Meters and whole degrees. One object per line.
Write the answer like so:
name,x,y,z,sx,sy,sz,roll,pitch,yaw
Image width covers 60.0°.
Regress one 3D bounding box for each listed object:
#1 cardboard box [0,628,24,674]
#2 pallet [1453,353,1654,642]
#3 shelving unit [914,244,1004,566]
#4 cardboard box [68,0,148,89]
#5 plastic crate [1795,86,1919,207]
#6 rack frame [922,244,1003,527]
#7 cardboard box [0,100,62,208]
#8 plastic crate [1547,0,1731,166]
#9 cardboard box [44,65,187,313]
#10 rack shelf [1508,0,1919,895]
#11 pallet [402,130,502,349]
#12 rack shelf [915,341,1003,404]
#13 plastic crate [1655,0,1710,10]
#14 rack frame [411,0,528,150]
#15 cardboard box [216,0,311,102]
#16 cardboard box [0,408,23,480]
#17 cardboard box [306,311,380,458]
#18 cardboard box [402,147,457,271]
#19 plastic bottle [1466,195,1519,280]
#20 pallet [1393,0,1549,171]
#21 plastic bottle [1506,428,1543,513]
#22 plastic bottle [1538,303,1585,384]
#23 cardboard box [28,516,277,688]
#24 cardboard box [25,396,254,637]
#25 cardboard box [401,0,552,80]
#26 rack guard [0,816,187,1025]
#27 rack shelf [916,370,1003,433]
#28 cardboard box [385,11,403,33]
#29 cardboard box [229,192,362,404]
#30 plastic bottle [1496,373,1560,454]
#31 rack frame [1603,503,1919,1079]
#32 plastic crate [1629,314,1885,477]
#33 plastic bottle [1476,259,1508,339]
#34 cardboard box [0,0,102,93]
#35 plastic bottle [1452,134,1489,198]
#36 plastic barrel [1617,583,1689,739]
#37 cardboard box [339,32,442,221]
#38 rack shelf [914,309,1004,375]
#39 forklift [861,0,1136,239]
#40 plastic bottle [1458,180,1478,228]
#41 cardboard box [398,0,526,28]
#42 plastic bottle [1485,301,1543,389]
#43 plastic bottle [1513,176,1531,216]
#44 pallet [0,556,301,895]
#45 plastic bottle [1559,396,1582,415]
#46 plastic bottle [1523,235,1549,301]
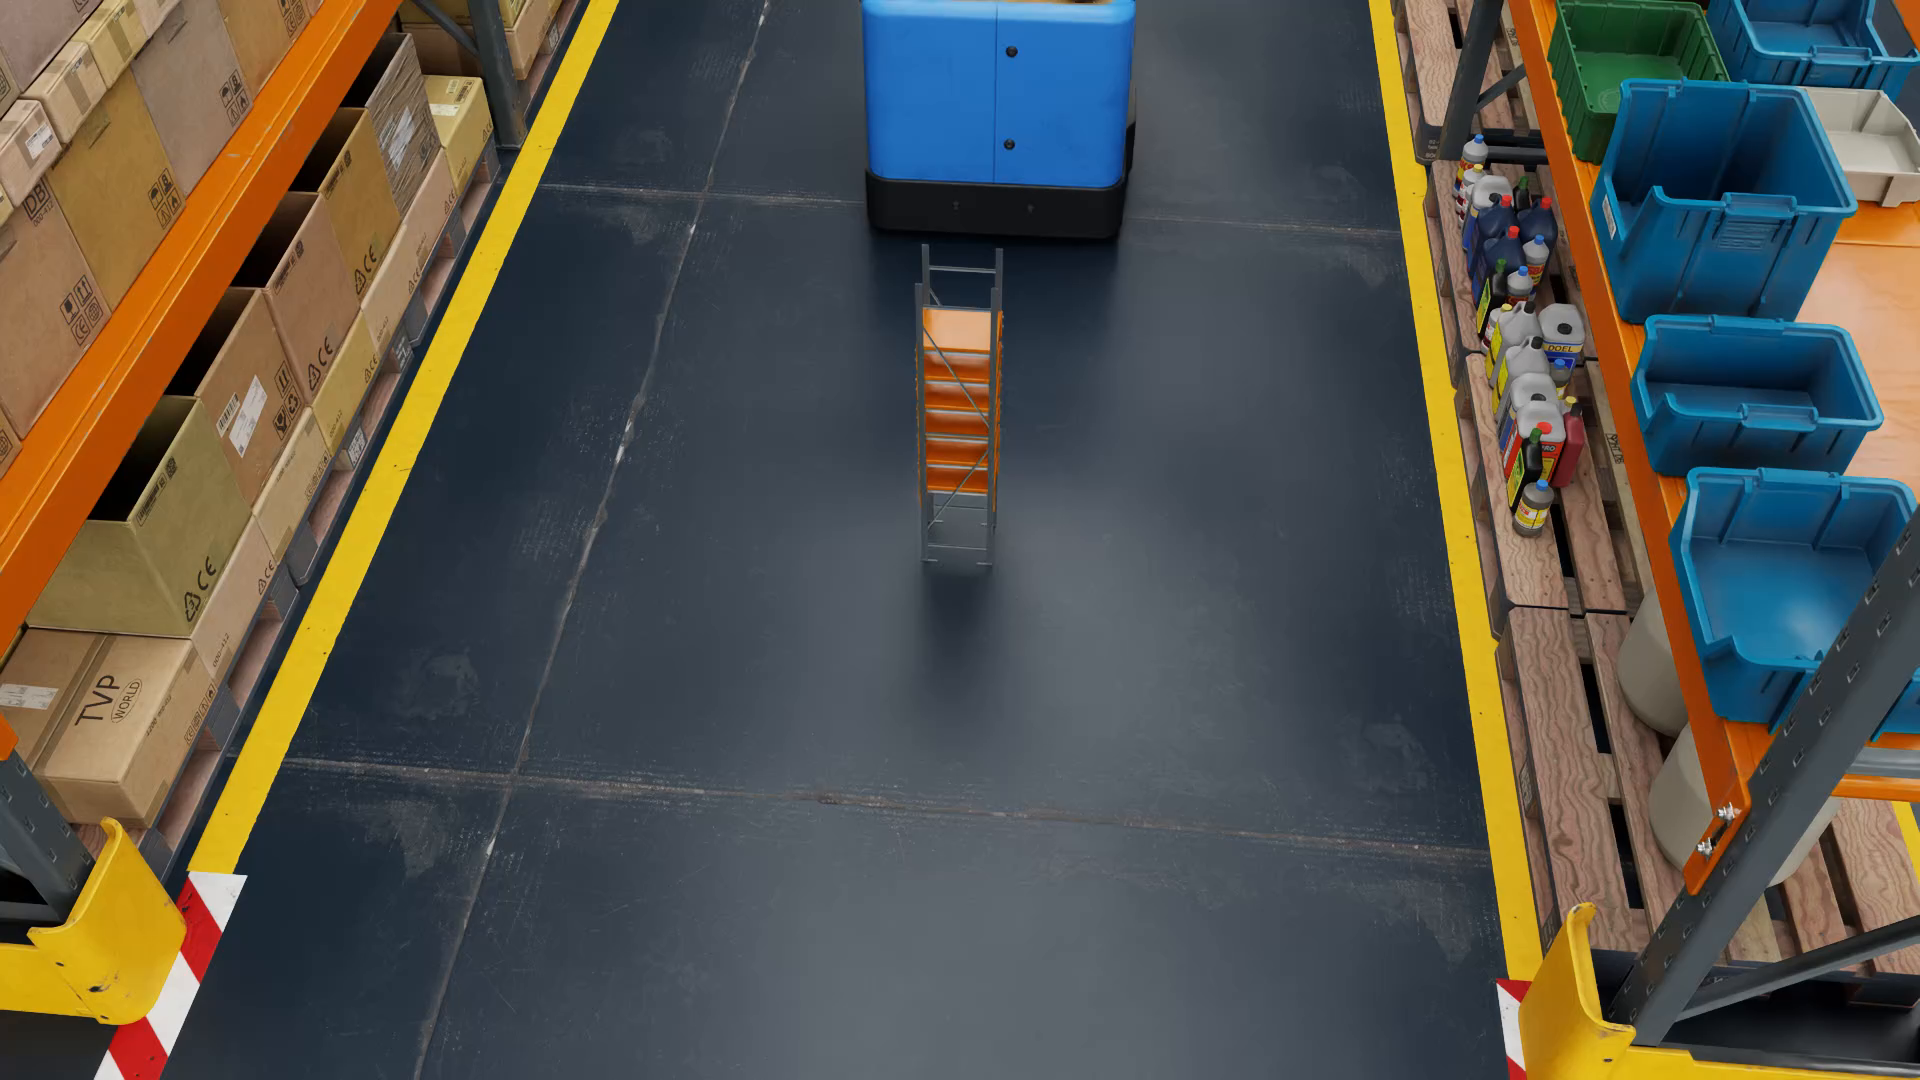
cardboard box,-3.035,0.504,4.835,0.500,0.250,0.500,4,48,4
pallet,2.296,-0.141,5.736,1.003,0.211,1.213,4,48,4
shelving unit,-0.001,-0.394,5.298,0.258,1.200,0.189,4,48,4
cardboard box,-2.424,-1.341,4.437,0.380,0.149,0.250,3,48,3
plastic crate,2.612,-1.172,4.968,0.530,0.136,0.437,4,48,4
rack frame,0.007,-0.462,5.359,0.240,1.200,0.006,4,48,4
cardboard box,-2.469,-0.957,4.085,0.380,0.149,0.250,3,48,3
plastic crate,2.103,-1.422,5.161,0.450,0.188,0.662,4,48,4
cardboard box,-2.640,-0.995,4.559,0.700,0.500,0.500,4,48,4
rack shelf,2.325,-0.759,4.899,1.077,0.370,4.000,4,48,4
pallet,-2.539,-1.285,6.782,1.003,0.211,1.213,4,48,4
rack shelf,-0.001,-0.526,5.153,0.258,0.103,0.180,4,48,4
plastic crate,2.333,-2.075,5.657,0.767,0.338,0.504,4,48,4
rack frame,-2.425,-2.807,6.285,1.000,3.000,0.127,4,48,4
cardboard box,-2.550,-1.758,5.258,0.700,0.500,0.500,5,48,4
cardboard box,-2.734,-0.244,3.873,0.700,0.500,0.500,4,48,4
cardboard box,-2.381,-0.563,5.811,0.500,0.250,0.500,4,48,4
cardboard box,-2.305,-1.299,6.484,0.500,0.250,0.500,4,48,4
plastic bottle,2.021,-1.161,6.276,0.144,0.351,0.185,5,48,5
pallet,2.540,-2.110,7.537,1.003,0.211,1.213,4,48,4
plastic bottle,1.866,-0.230,5.470,0.061,0.283,0.133,5,48,4
plastic bottle,2.114,-0.693,5.899,0.152,0.276,0.135,4,48,4
cardboard box,-2.477,0.171,5.139,0.500,0.250,0.500,4,48,4
cardboard box,-2.475,-0.082,4.862,0.500,0.500,0.500,4,48,4
cardboard box,-2.141,-2.301,7.401,0.500,0.250,0.500,3,48,3
rack guard,-2.792,0.993,4.503,1.175,0.500,0.348,4,48,4
rack shelf,-0.001,-0.445,5.242,0.258,0.103,0.180,4,48,4
cardboard box,-2.676,-2.345,7.441,0.500,0.250,0.500,3,48,3
cardboard box,-2.380,-0.816,5.534,0.500,0.500,0.500,4,48,4
plastic bottle,1.937,-0.426,5.654,0.152,0.276,0.135,3,48,2
rack frame,2.143,0.468,3.289,1.000,3.000,0.127,4,48,4
plastic crate,1.955,-0.347,4.135,0.499,0.251,0.408,4,48,4
plastic bottle,1.947,-0.881,6.066,0.061,0.283,0.133,6,48,5
cardboard box,-2.642,-1.478,4.122,0.700,0.500,0.500,4,48,4
plastic bottle,2.042,-1.495,6.635,0.097,0.271,0.097,0,48,0
plastic barrel,2.172,0.309,4.836,0.421,0.512,0.421,0,48,0
cardboard box,-2.307,-1.552,6.208,0.500,0.500,0.500,4,48,4
rack shelf,-0.001,-0.607,5.065,0.258,0.103,0.180,4,48,4
forklift,0.245,-3.304,6.786,1.130,2.935,3.031,3,48,3
plastic bottle,2.023,-1.322,6.524,0.097,0.201,0.097,0,48,0
cardboard box,-2.139,-2.497,7.200,0.500,0.311,0.500,4,48,4
plastic bottle,1.965,-0.710,5.863,0.144,0.351,0.185,4,48,3
plastic bottle,2.146,-1.253,6.405,0.061,0.283,0.133,4,48,4
pallet,-2.762,0.508,5.142,1.003,0.211,1.213,4,48,4
plastic bottle,2.063,-0.406,5.687,0.097,0.201,0.097,0,48,0
plastic bottle,2.128,-1.019,6.200,0.097,0.271,0.097,0,48,0
